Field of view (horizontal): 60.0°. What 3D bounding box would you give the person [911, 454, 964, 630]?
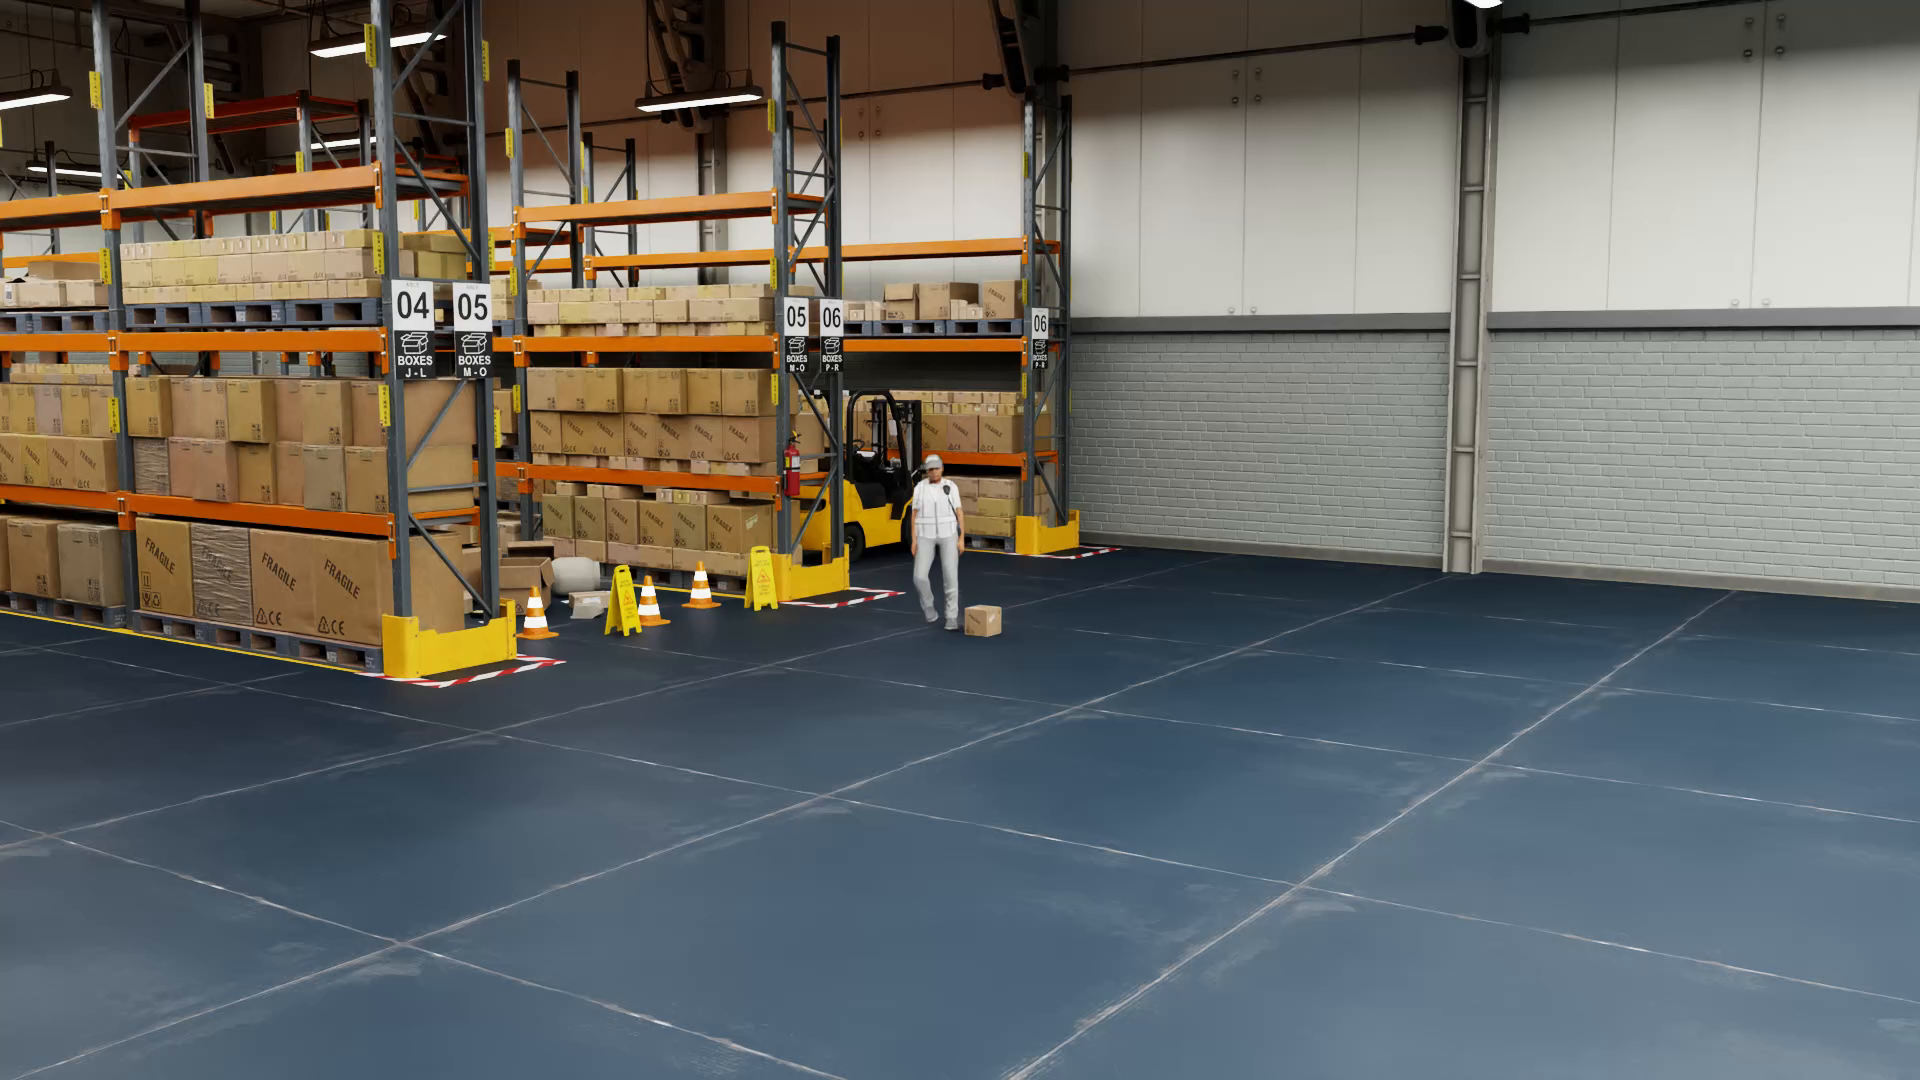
[{"bbox_3d":[-0.214,0.009,15.901,0.507,1.658,0.472,0,6,-3],"label":"person"}]
